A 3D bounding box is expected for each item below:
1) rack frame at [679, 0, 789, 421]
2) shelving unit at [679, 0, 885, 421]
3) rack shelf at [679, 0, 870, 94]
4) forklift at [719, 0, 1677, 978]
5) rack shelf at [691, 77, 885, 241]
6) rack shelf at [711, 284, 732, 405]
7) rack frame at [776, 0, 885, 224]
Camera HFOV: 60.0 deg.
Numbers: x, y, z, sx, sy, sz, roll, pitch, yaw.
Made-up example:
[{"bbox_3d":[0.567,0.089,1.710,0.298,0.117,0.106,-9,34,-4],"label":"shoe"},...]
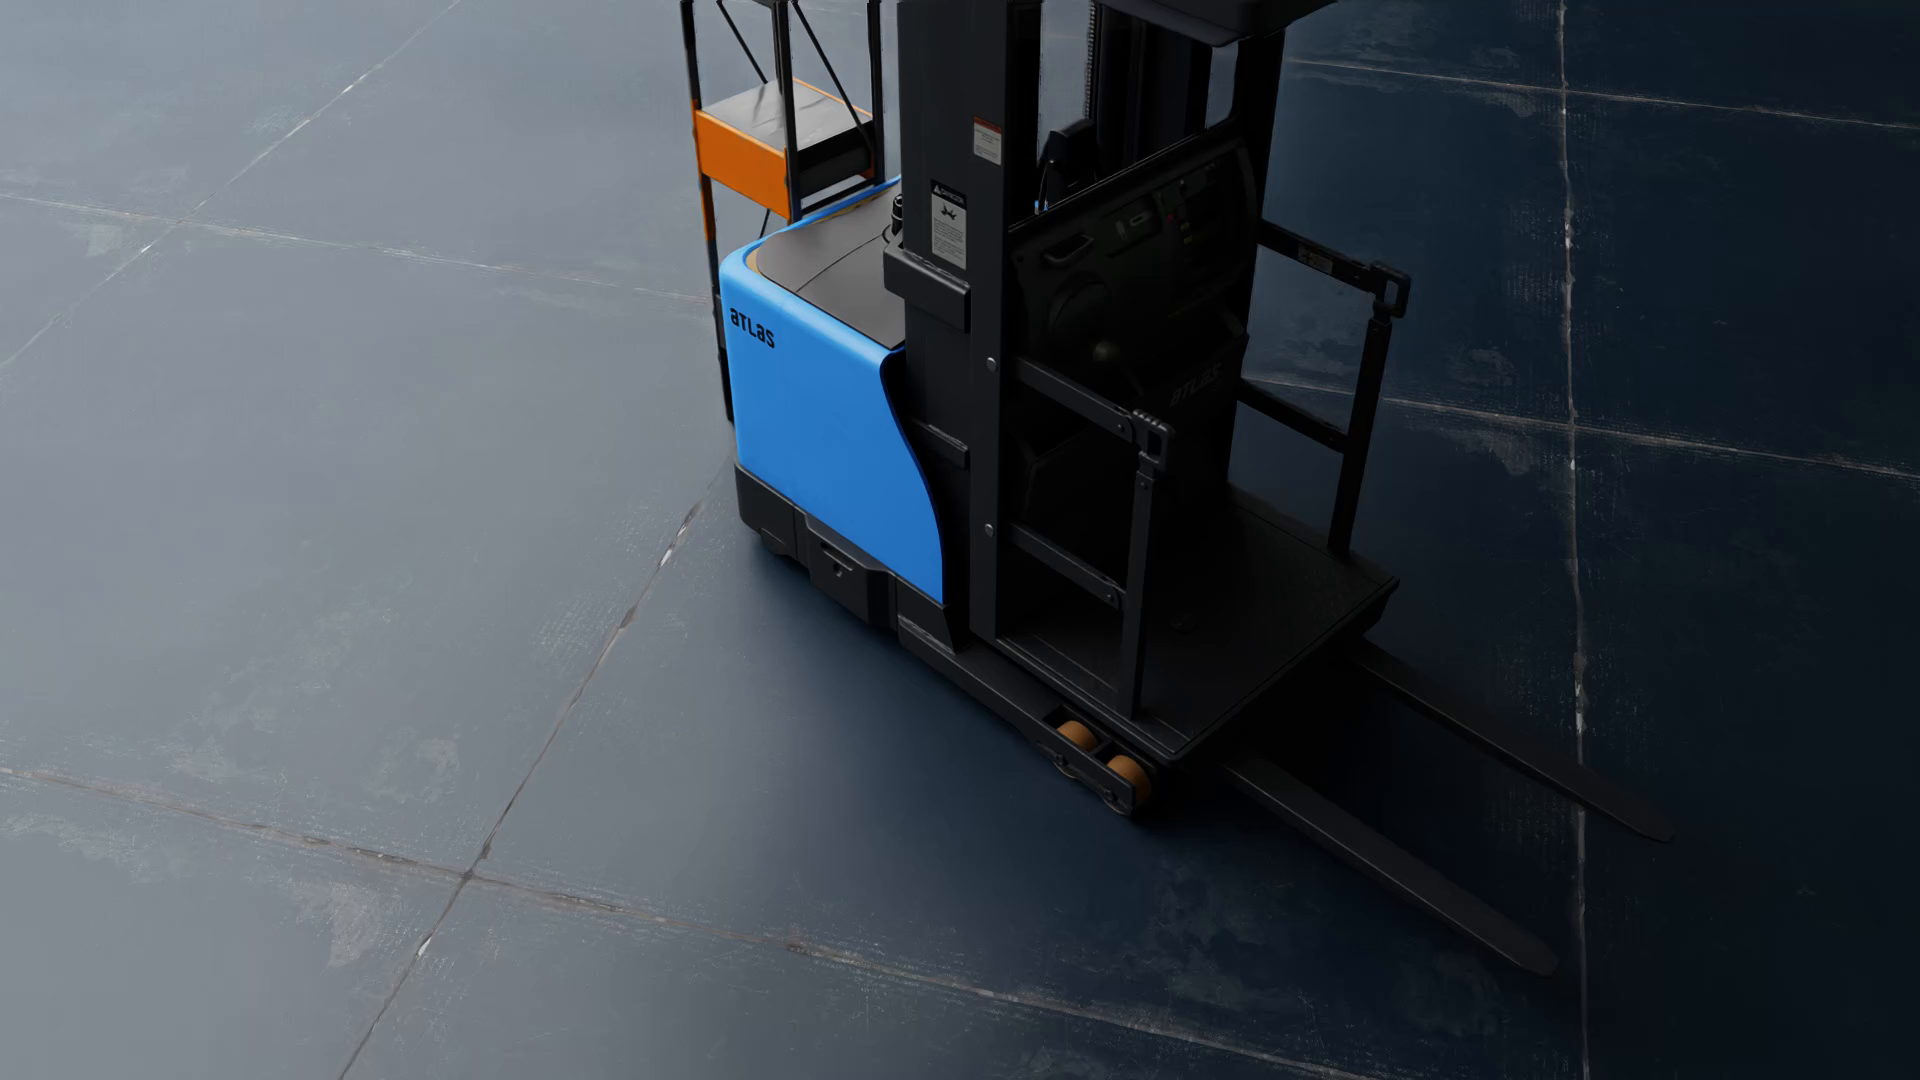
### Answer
[{"bbox_3d":[-0.740,-1.347,5.721,0.400,2.100,0.015,-32,50,-33],"label":"rack frame"},{"bbox_3d":[-0.568,-1.235,5.588,0.431,2.100,0.503,-32,50,-33],"label":"shelving unit"},{"bbox_3d":[-0.568,-1.761,5.147,0.431,0.518,0.480,-32,50,-33],"label":"rack shelf"},{"bbox_3d":[0.630,-0.711,4.318,1.130,2.935,3.031,-32,50,-33],"label":"forklift"},{"bbox_3d":[-0.568,-1.225,5.597,0.431,0.518,0.480,-32,50,-33],"label":"rack shelf"},{"bbox_3d":[-0.568,-0.689,6.047,0.431,0.518,0.480,-32,50,-33],"label":"rack shelf"},{"bbox_3d":[-0.397,-1.124,5.455,0.400,2.100,0.015,-32,50,-33],"label":"rack frame"}]
